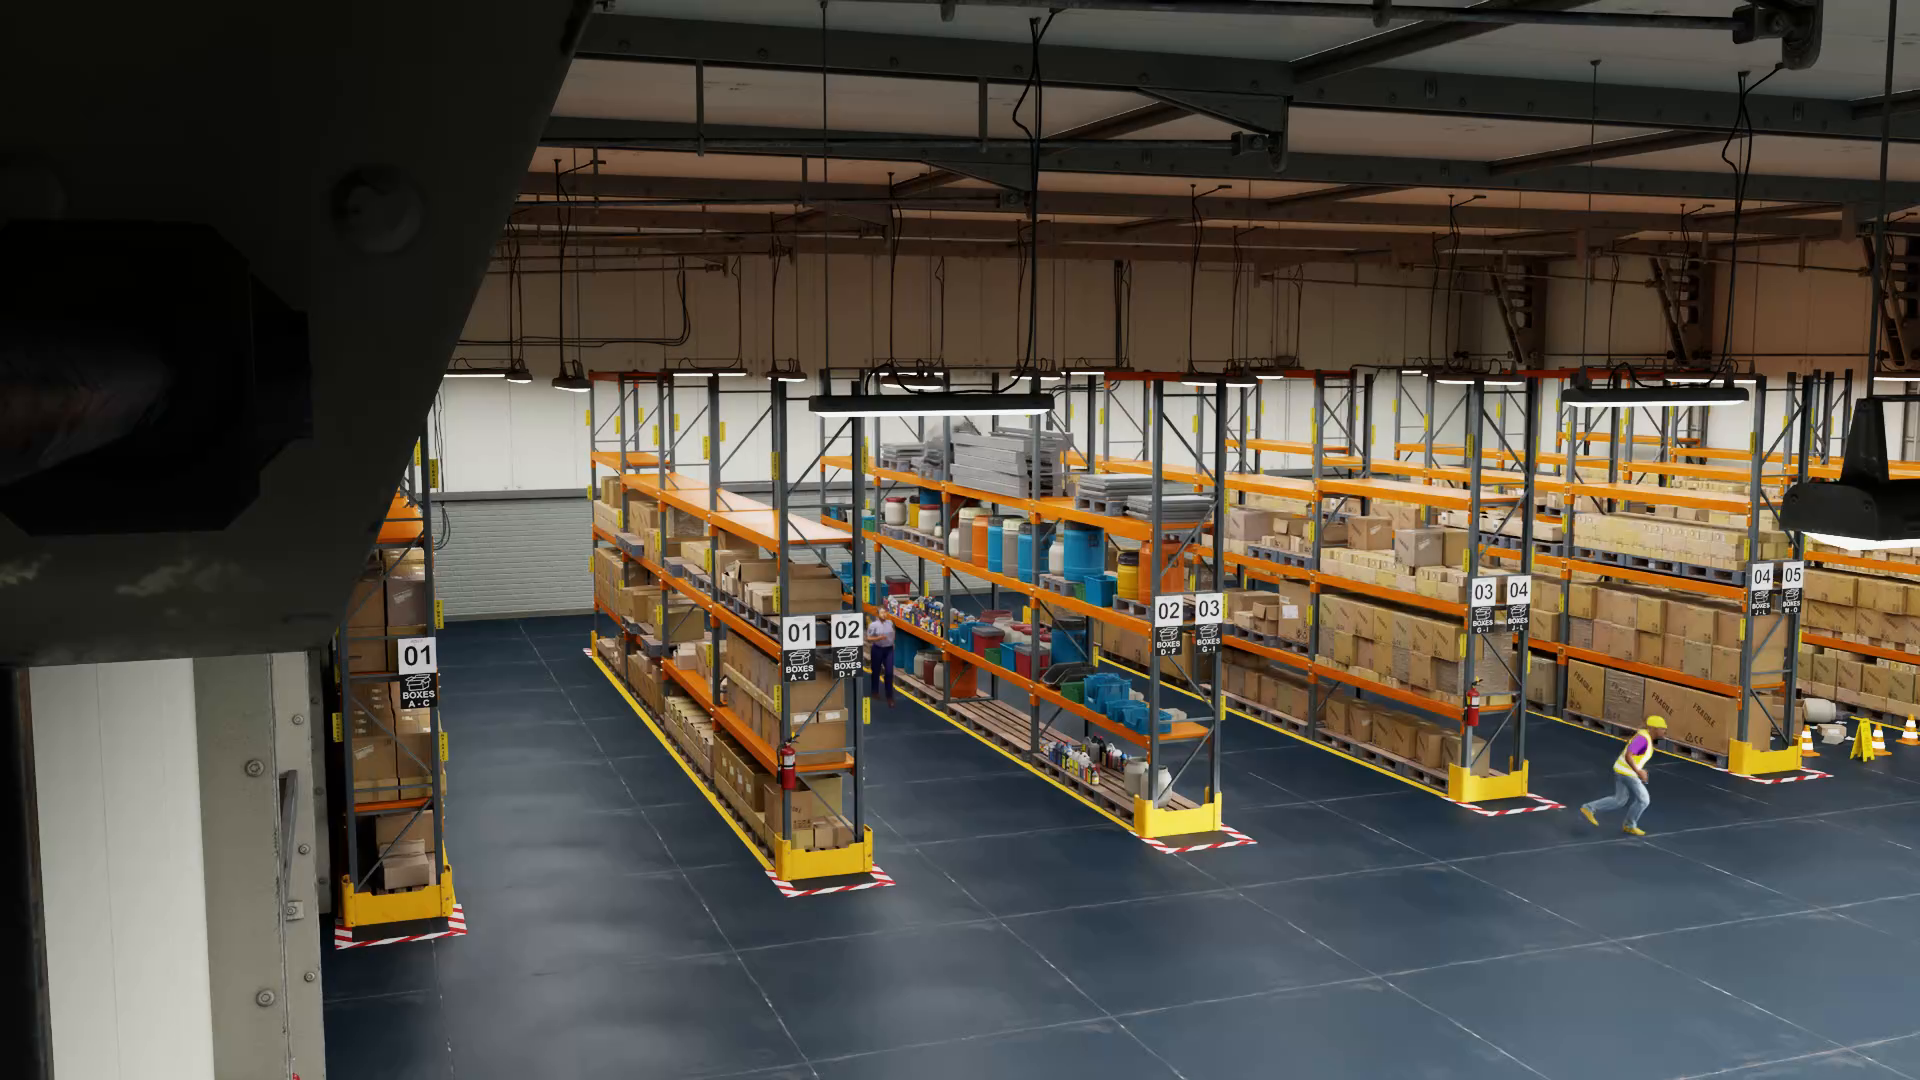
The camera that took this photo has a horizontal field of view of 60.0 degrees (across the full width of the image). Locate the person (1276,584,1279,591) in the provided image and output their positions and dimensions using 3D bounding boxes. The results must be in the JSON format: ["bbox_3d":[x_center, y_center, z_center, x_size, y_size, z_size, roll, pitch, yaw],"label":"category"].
[{"bbox_3d":[8.253,0.802,42.248,0.517,1.669,0.579,-1,7,-13],"label":"person"}]

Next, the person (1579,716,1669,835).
[{"bbox_3d":[8.781,3.102,21.996,1.056,1.641,0.701,3,7,23],"label":"person"}]

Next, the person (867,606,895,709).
[{"bbox_3d":[-1.335,2.034,28.877,0.584,1.746,0.678,-2,7,-21],"label":"person"}]
